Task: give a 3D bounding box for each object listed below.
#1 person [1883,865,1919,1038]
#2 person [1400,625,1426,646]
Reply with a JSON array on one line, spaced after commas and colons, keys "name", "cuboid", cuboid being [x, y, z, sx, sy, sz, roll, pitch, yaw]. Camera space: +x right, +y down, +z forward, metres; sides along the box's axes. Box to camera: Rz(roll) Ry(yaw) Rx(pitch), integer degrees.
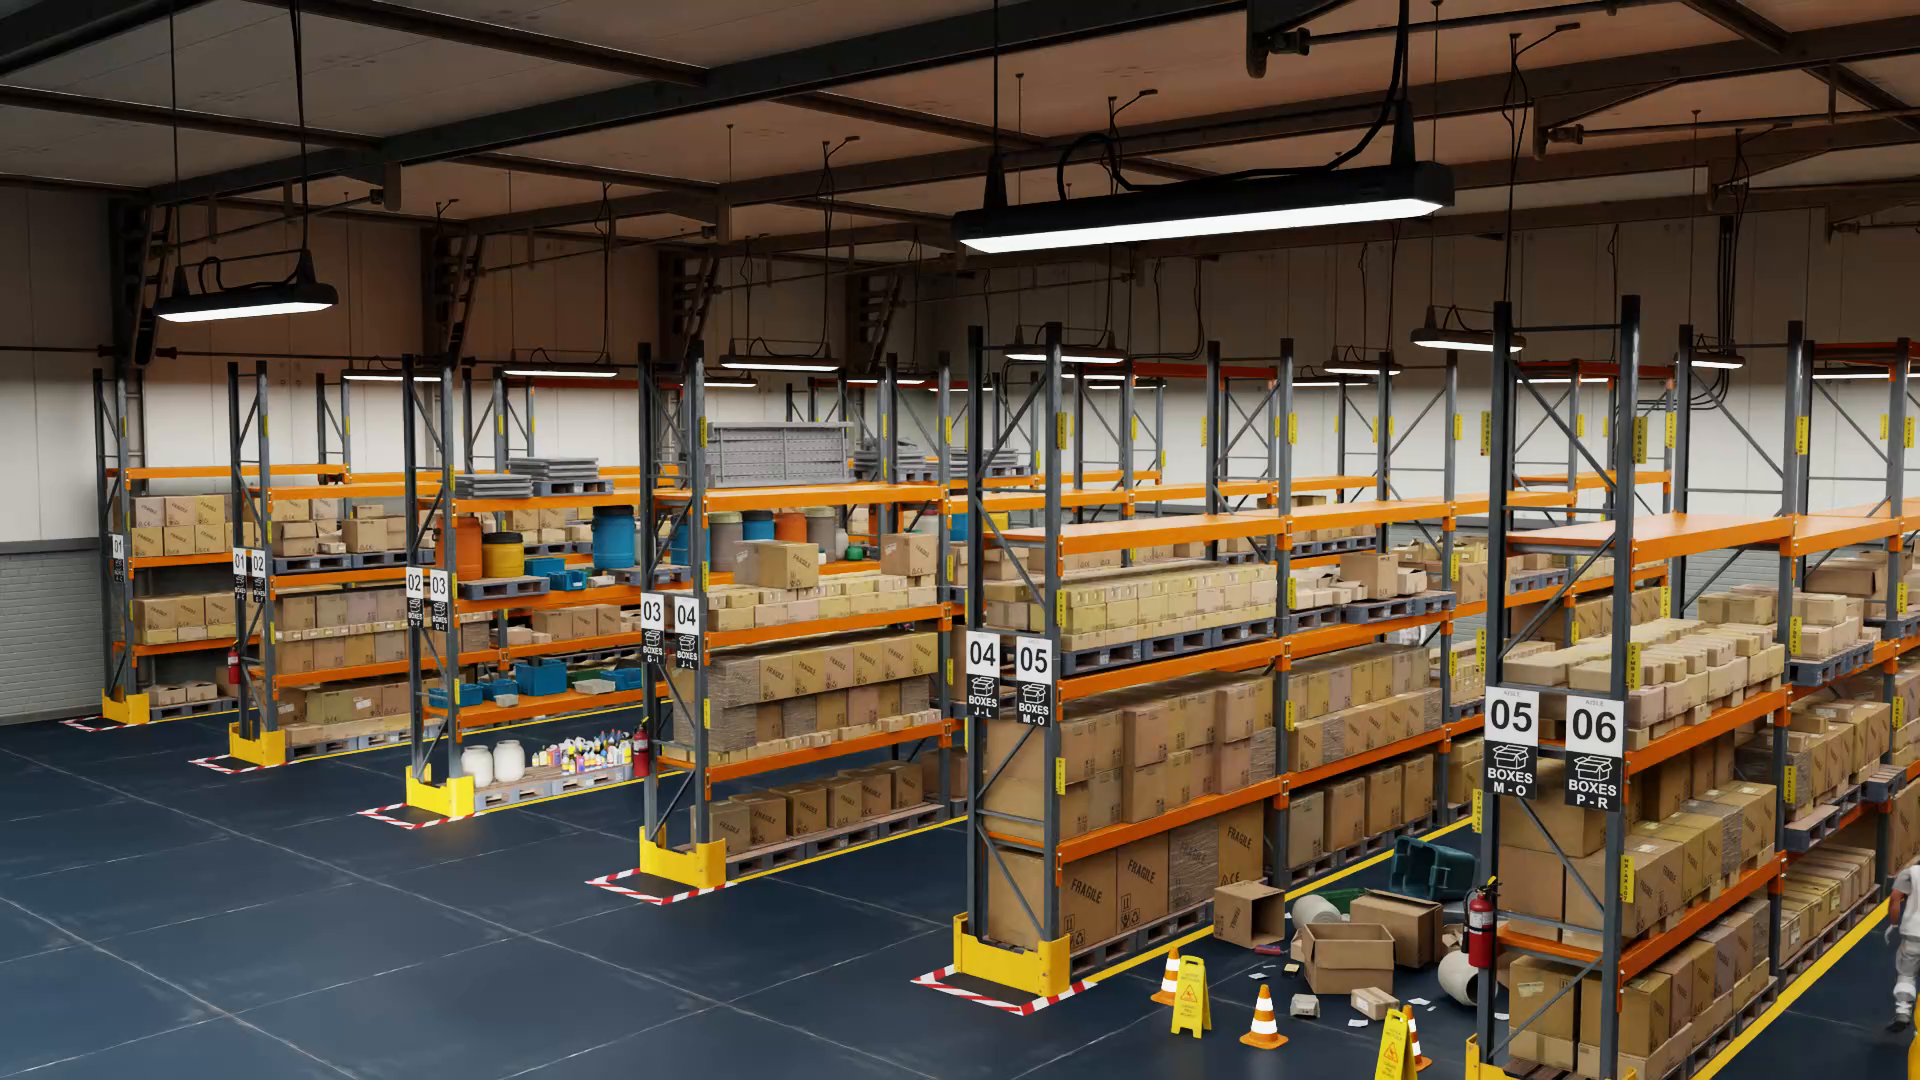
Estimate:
[{"name": "person", "cuboid": [8.036, 3.318, 13.823, 0.629, 1.676, 0.789, 4, 6, 43]}, {"name": "person", "cuboid": [8.882, 1.935, 32.571, 0.444, 1.614, 1.056, 0, 4, -1]}]
